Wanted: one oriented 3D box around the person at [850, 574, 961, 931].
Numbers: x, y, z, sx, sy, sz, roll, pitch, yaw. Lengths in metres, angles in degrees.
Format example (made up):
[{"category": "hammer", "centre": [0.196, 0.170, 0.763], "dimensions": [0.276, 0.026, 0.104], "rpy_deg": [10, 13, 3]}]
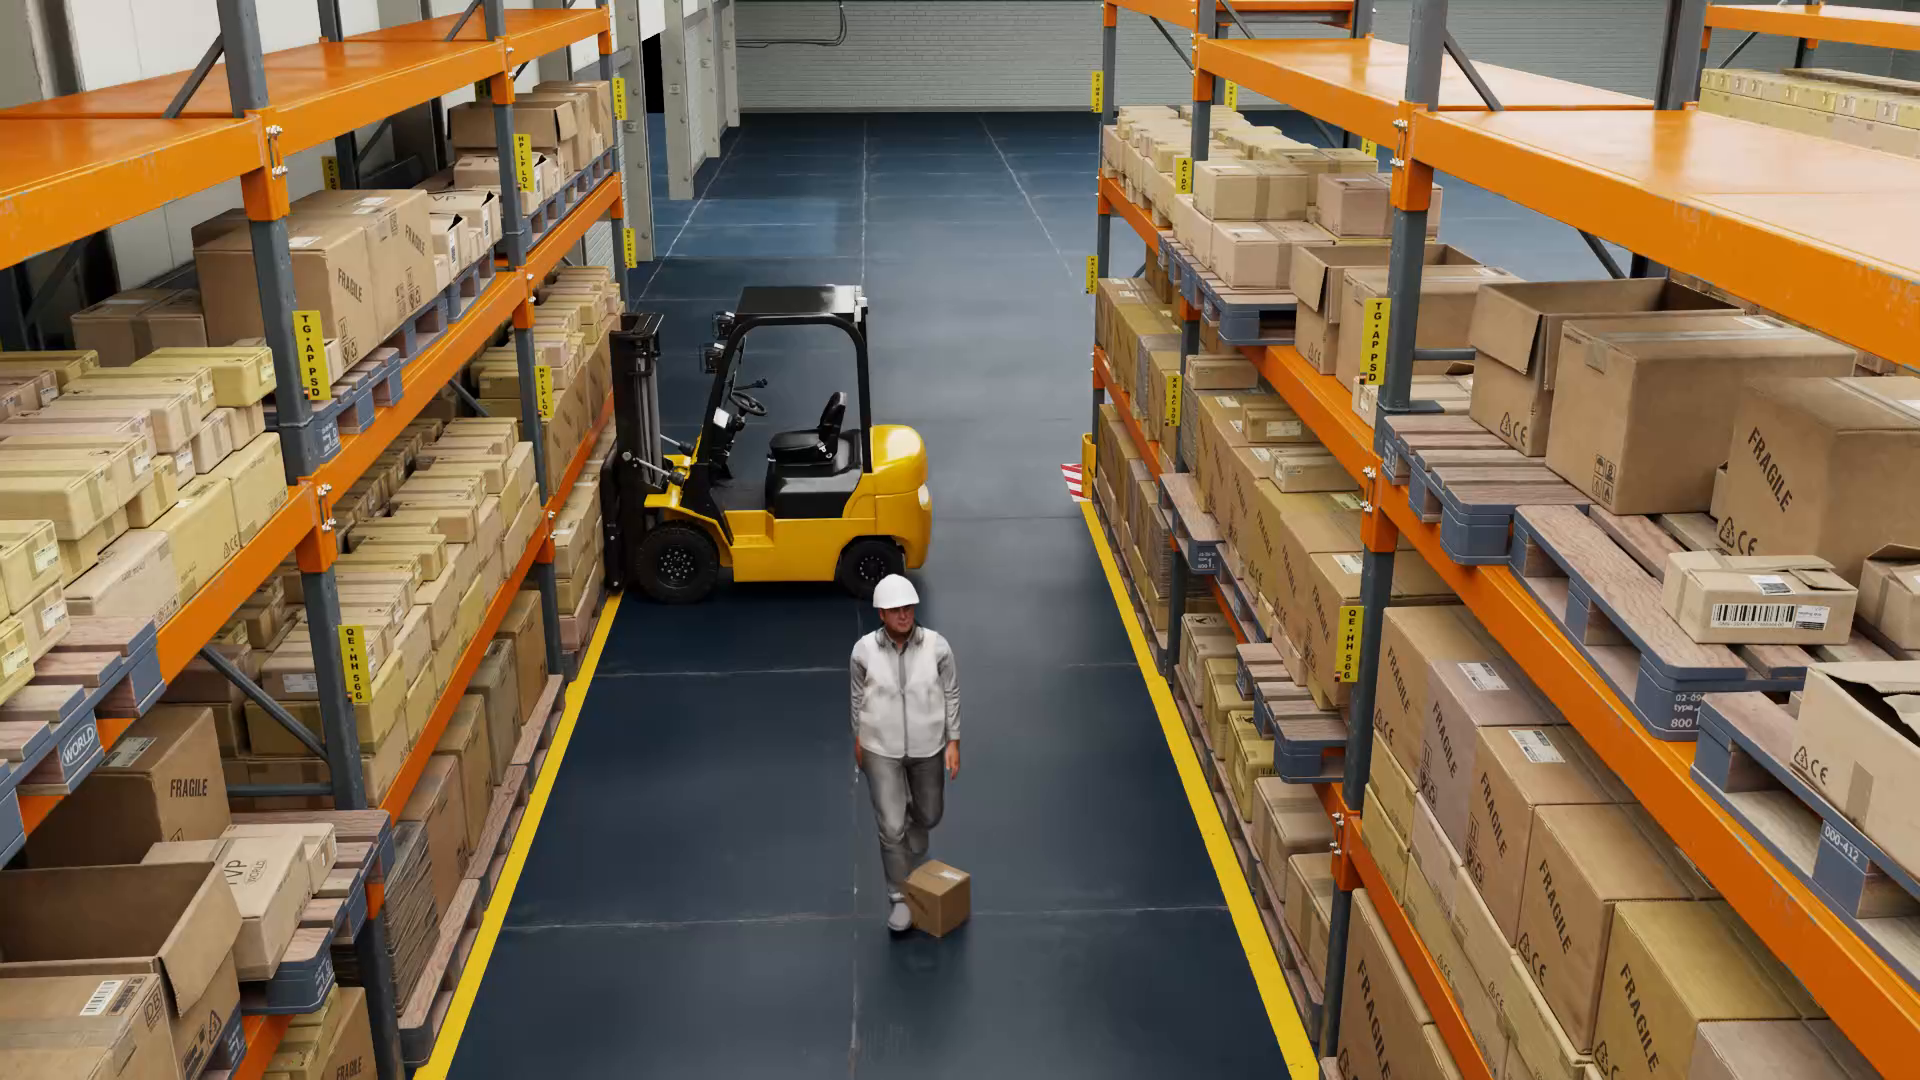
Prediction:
[{"category": "person", "centre": [-0.268, 0.996, 8.337], "dimensions": [0.543, 1.737, 0.900], "rpy_deg": [-3, 20, -8]}]
